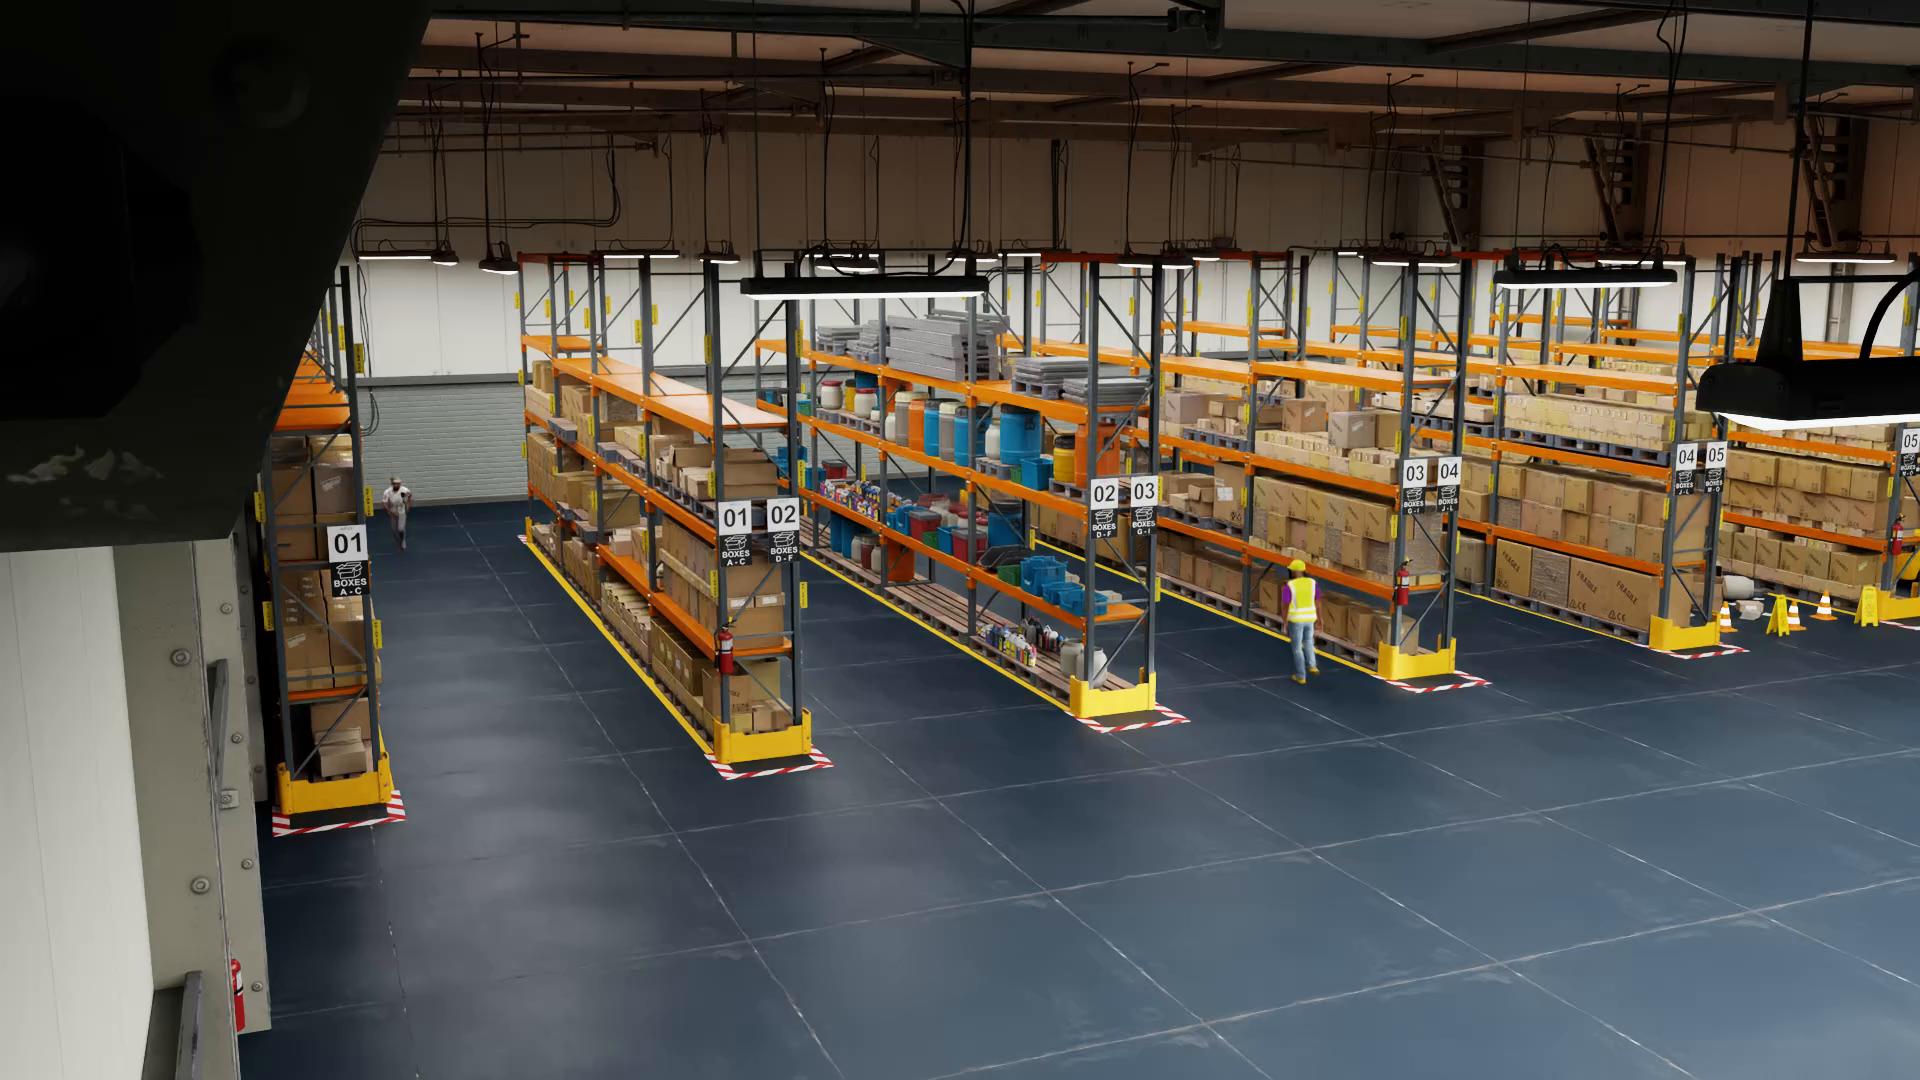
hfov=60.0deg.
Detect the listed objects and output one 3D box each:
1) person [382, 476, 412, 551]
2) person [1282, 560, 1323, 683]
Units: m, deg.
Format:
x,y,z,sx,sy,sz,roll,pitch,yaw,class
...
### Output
x,y,z,sx,sy,sz,roll,pitch,yaw,class
-11.344,-0.535,33.562,0.553,1.591,0.732,-2,11,-12,person
4.888,1.159,23.790,0.618,1.753,0.514,-2,11,-11,person
